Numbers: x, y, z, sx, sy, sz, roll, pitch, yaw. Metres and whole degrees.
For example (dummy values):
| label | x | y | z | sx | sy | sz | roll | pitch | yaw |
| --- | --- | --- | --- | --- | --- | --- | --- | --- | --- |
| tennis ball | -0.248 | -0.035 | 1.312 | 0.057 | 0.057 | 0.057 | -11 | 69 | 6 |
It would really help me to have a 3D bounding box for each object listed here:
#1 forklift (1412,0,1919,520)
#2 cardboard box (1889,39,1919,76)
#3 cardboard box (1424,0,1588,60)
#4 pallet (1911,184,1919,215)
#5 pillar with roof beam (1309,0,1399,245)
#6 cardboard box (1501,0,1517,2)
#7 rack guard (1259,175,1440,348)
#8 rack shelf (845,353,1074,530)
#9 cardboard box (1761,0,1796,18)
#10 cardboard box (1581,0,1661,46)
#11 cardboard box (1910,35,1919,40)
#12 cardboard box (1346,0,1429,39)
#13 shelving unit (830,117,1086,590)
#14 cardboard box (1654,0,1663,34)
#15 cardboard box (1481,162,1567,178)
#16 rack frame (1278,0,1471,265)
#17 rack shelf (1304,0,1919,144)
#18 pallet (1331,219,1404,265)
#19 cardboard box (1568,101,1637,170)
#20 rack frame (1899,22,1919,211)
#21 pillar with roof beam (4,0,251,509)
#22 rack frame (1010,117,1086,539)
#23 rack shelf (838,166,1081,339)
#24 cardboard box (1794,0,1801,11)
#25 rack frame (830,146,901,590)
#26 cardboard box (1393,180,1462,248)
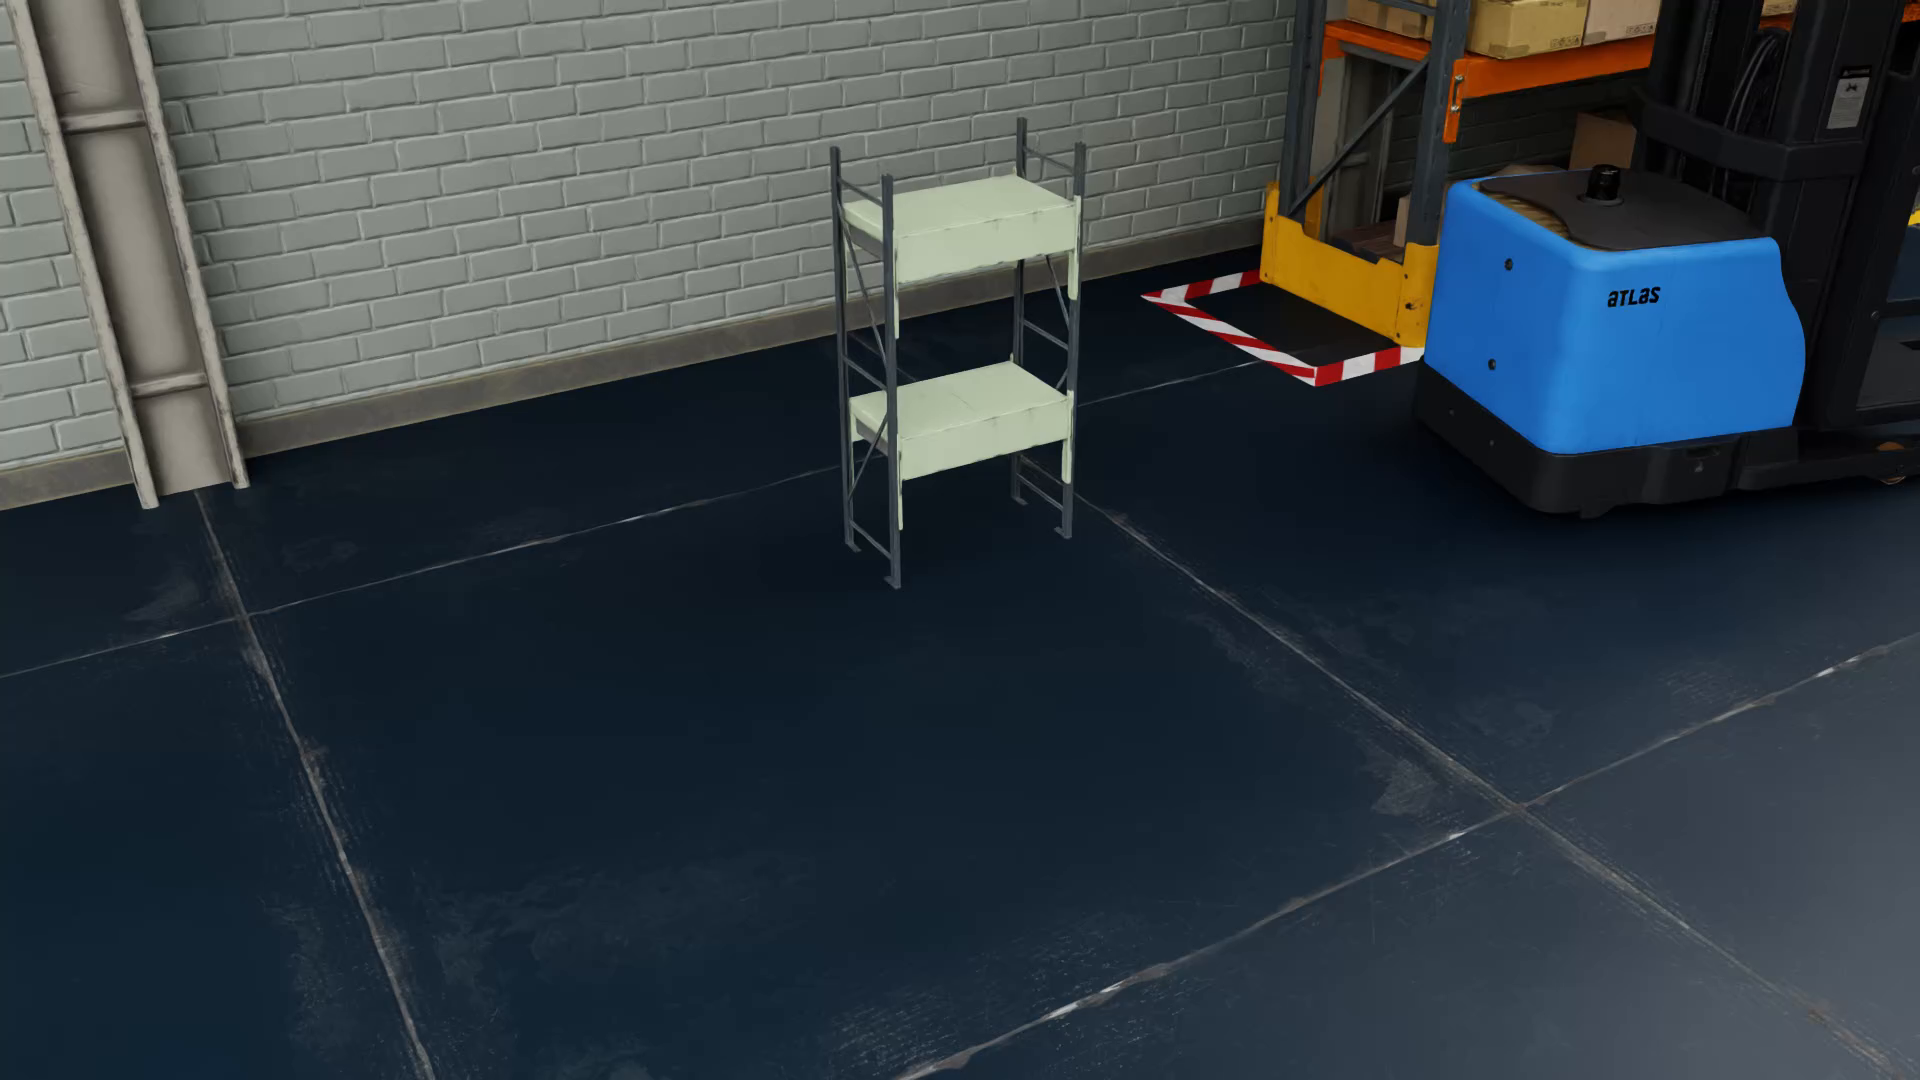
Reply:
| label | x | y | z | sx | sy | sz | roll | pitch | yaw |
| --- | --- | --- | --- | --- | --- | --- | --- | --- | --- |
| forklift | 3.503 | -1.745 | 6.378 | 3.031 | 2.935 | 1.130 | -8 | 30 | -13 |
| cardboard box | 6.003 | -2.745 | 10.251 | 0.500 | 0.500 | 0.700 | -15 | 32 | -25 |
| cardboard box | 2.509 | -2.411 | 7.648 | 0.500 | 0.250 | 0.500 | -17 | 33 | -28 |
| pallet | 4.815 | -2.059 | 9.763 | 1.213 | 0.211 | 1.003 | -16 | 33 | -26 |
| pillar with roof beam | 4.274 | -3.845 | 3.904 | 0.400 | 9.000 | 9.100 | -16 | 33 | -26 |
| cardboard box | 2.492 | -2.743 | 7.475 | 0.500 | 0.500 | 0.500 | -16 | 33 | -26 |
| rack guard | 1.993 | -1.404 | 8.278 | 0.348 | 0.500 | 1.175 | -16 | 33 | -26 |
| rack shelf | -0.006 | -0.370 | 6.042 | 0.720 | 0.370 | 0.431 | -16 | 33 | -26 |
| cardboard box | 3.829 | -2.789 | 8.333 | 0.500 | 0.250 | 0.500 | -16 | 32 | -26 |
| cardboard box | 2.950 | -2.544 | 7.889 | 0.500 | 0.250 | 0.500 | -17 | 33 | -28 |
| cardboard box | 6.423 | -2.892 | 10.518 | 0.500 | 0.500 | 0.700 | -17 | 33 | -27 |
| cardboard box | 2.232 | -2.619 | 8.025 | 0.500 | 0.250 | 0.500 | -15 | 32 | -26 |
| shelving unit | -0.006 | -0.655 | 5.885 | 0.755 | 1.500 | 0.431 | -16 | 33 | -26 |
| cardboard box | 3.392 | -2.666 | 8.111 | 0.500 | 0.250 | 0.500 | -16 | 33 | -27 |
| cardboard box | 3.061 | -1.767 | 8.675 | 0.500 | 0.311 | 0.500 | -13 | 31 | -22 |
| rack frame | 1.928 | -2.480 | 7.640 | 0.127 | 3.000 | 1.000 | -16 | 33 | -26 |
| rack shelf | 3.652 | -2.655 | 8.701 | 4.000 | 0.370 | 1.077 | -16 | 33 | -26 |
| pallet | 2.712 | -1.462 | 8.681 | 1.213 | 0.211 | 1.003 | -16 | 33 | -26 |
| cardboard box | 3.719 | -2.009 | 8.917 | 0.500 | 0.500 | 0.700 | -18 | 34 | -29 |
| rack frame | 5.376 | -3.459 | 9.414 | 0.127 | 3.000 | 1.000 | -16 | 33 | -26 |
| pillar with roof beam | -0.899 | -2.376 | 1.243 | 0.400 | 9.000 | 9.100 | -16 | 33 | -26 |
| rack frame | 0.310 | -0.745 | 6.047 | 0.023 | 1.500 | 0.400 | -16 | 33 | -26 |
| rack shelf | -0.006 | -0.997 | 5.696 | 0.720 | 0.370 | 0.431 | -16 | 33 | -26 |
| cardboard box | 4.262 | -2.912 | 8.557 | 0.500 | 0.250 | 0.500 | -16 | 33 | -27 |
| rack frame | -0.321 | -0.565 | 5.722 | 0.023 | 1.500 | 0.400 | -16 | 33 | -26 |
| cardboard box | 2.570 | -1.628 | 8.422 | 0.500 | 0.311 | 0.500 | -20 | 35 | -32 |
